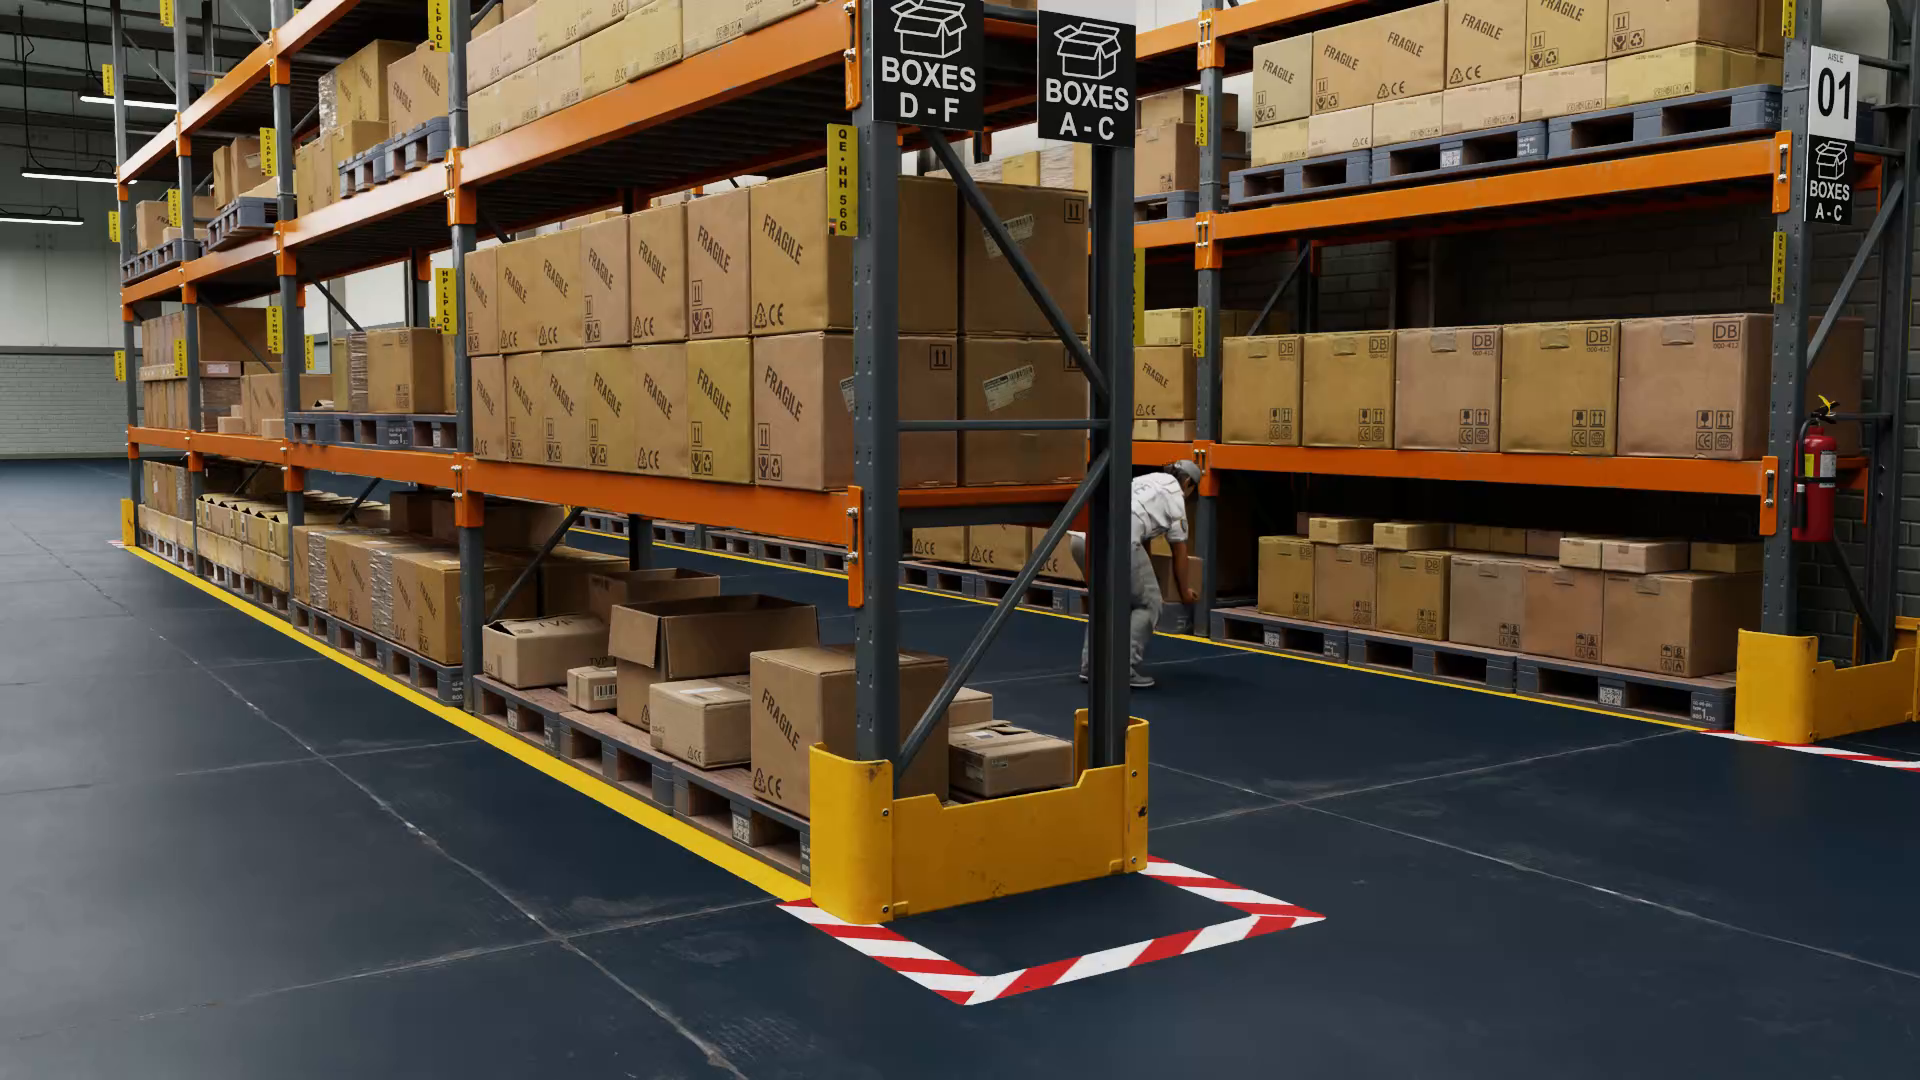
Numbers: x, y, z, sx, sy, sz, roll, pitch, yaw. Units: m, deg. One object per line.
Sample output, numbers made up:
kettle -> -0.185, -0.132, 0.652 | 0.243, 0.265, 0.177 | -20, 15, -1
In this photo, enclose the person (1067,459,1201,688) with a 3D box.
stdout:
person -> 1.023, 0.180, 9.404 | 0.892, 1.256, 0.475 | -3, 6, -36
